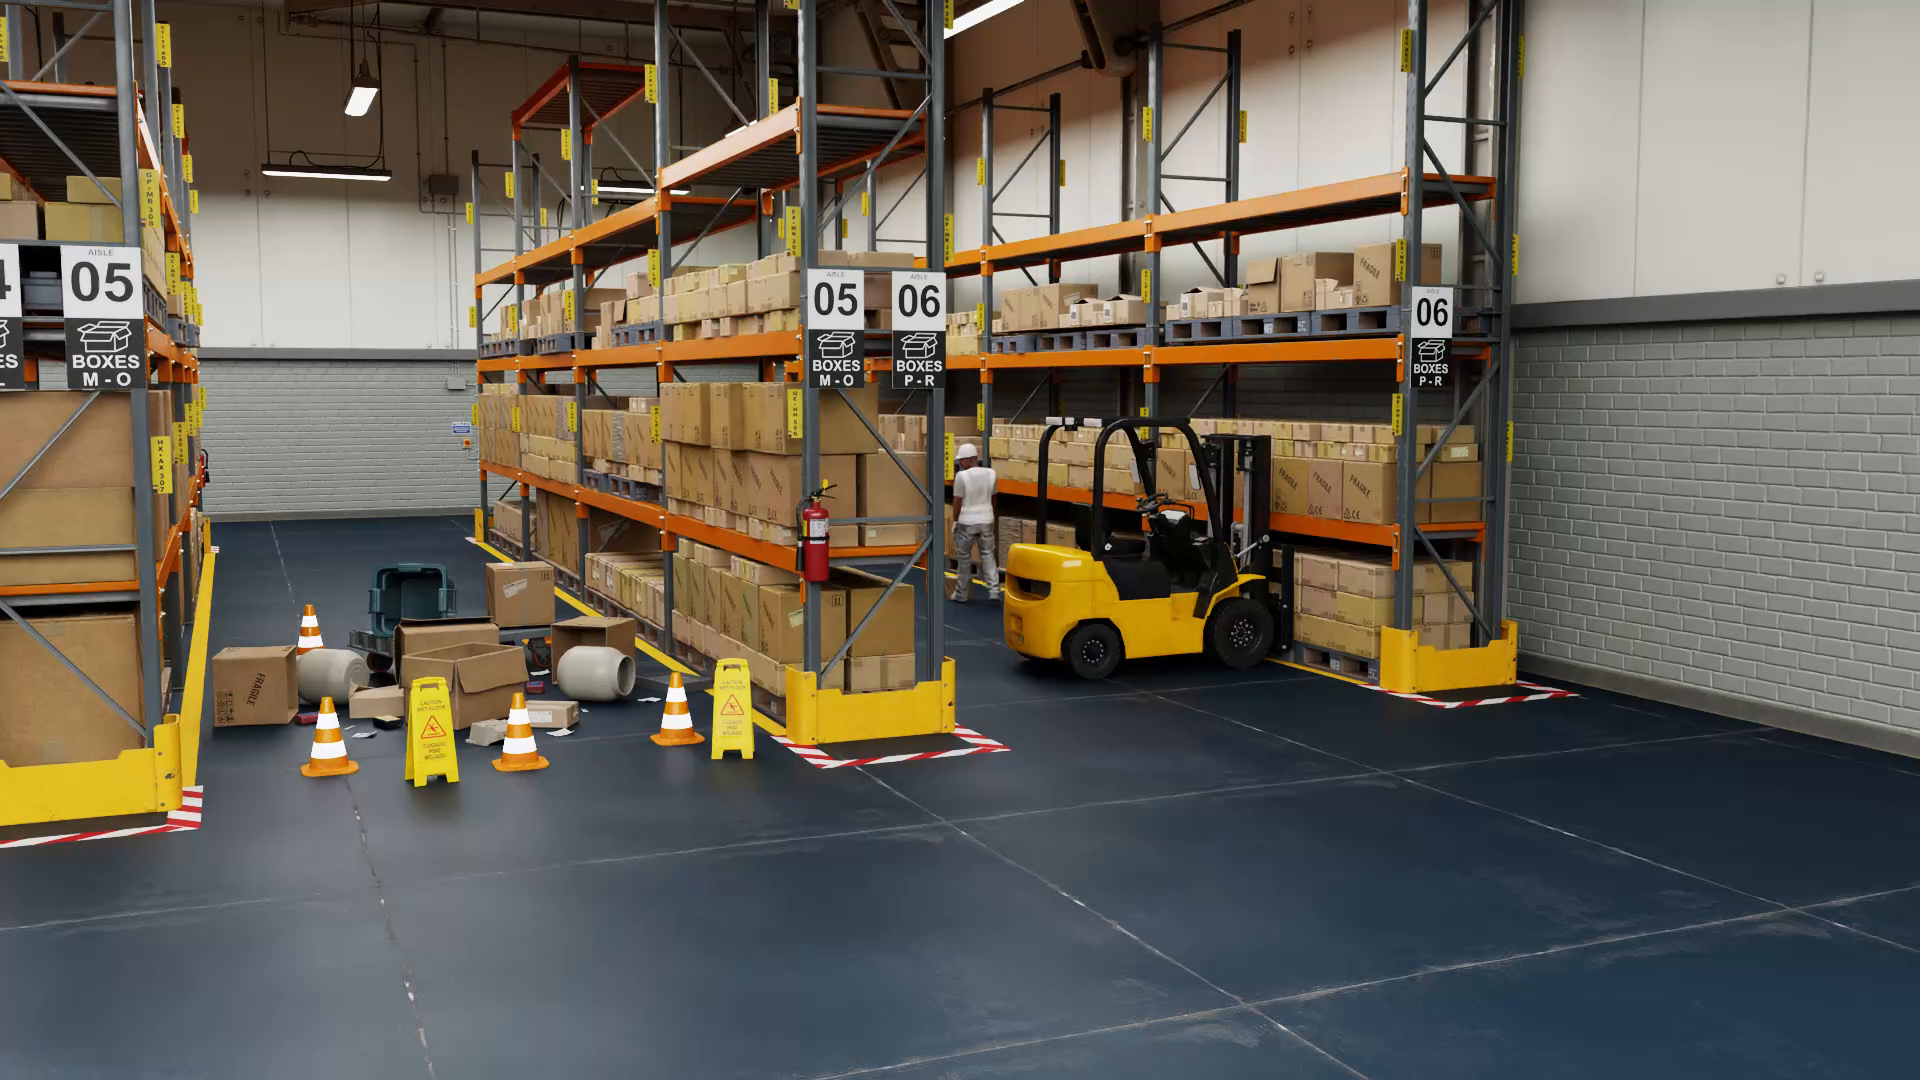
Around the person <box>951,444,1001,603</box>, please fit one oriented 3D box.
[{"bbox_3d":[0.141,-0.186,18.512,0.573,1.779,0.721,-2,6,-23],"label":"person"}]
